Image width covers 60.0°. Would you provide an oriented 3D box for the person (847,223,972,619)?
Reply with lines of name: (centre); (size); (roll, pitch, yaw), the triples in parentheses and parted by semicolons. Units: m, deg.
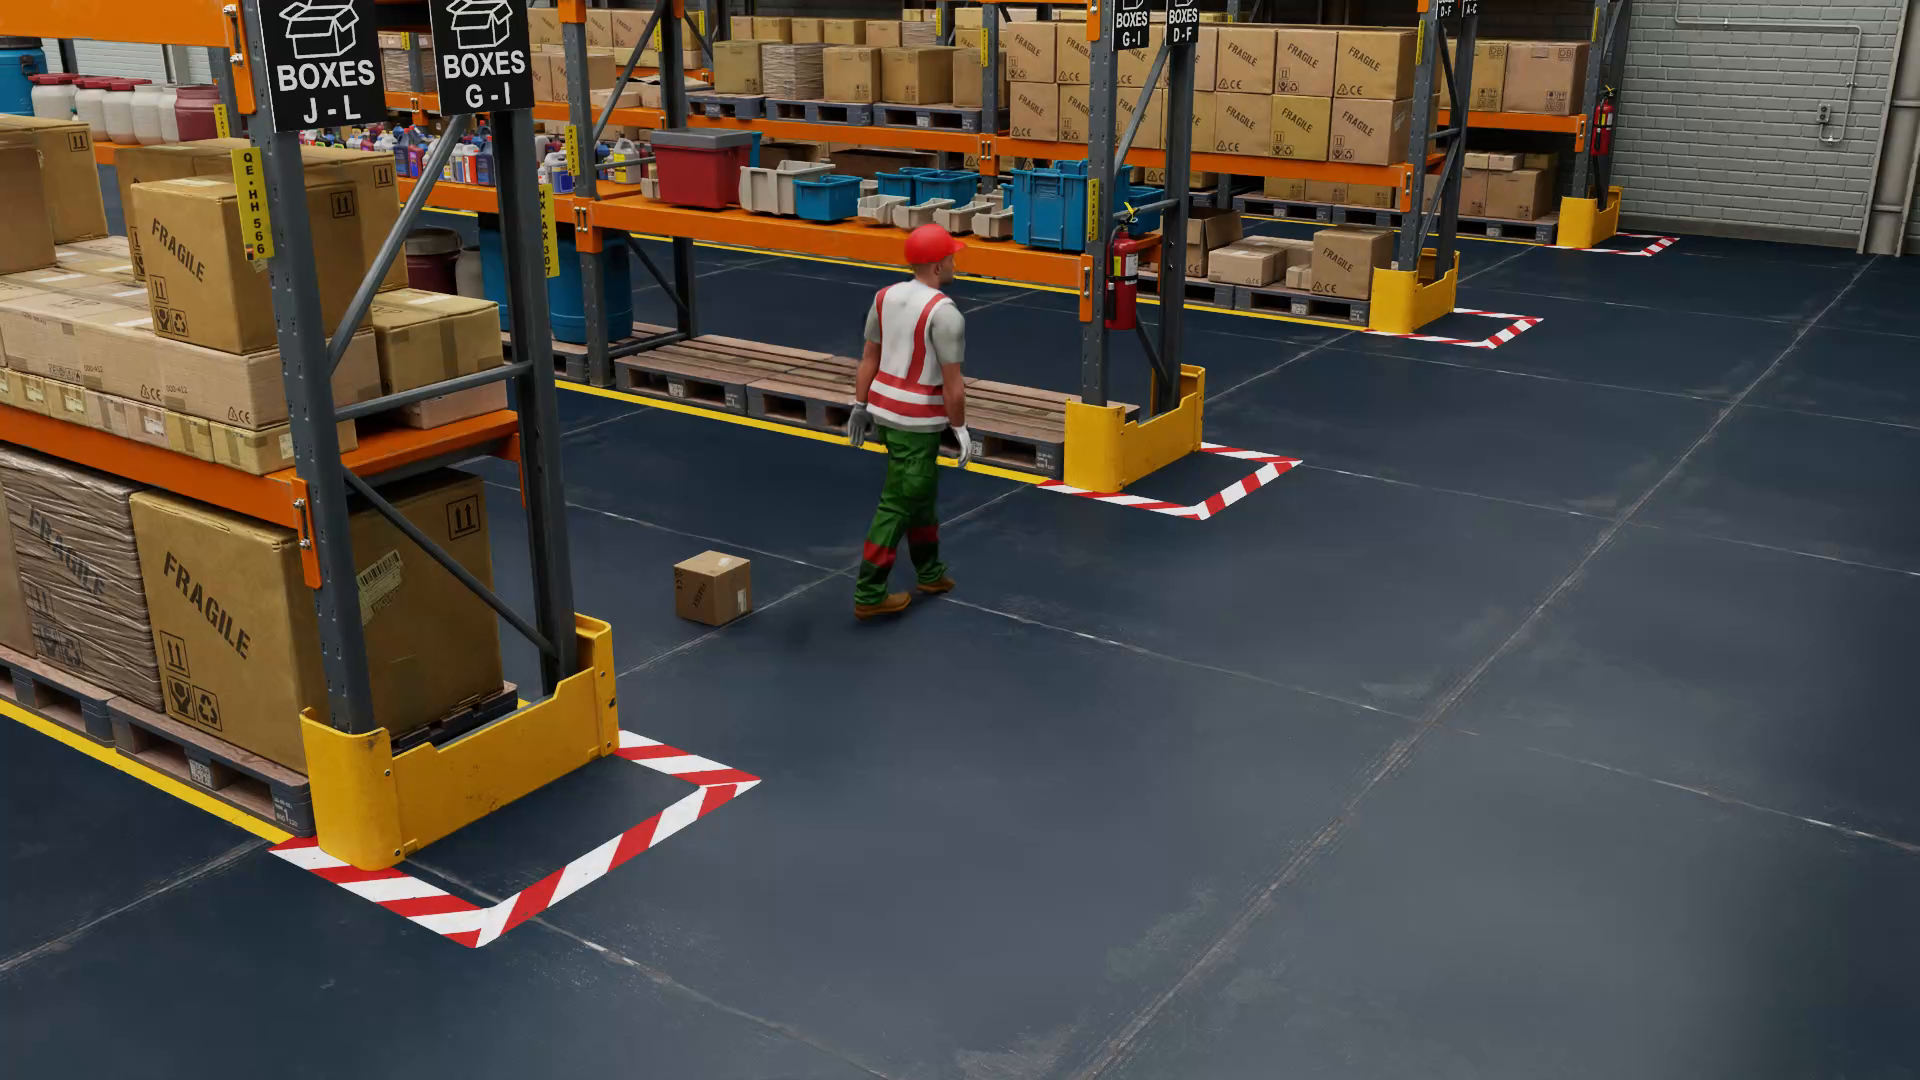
person: (-0.202, -0.511, 7.500); (0.695, 1.808, 0.578); (-14, 24, -34)
